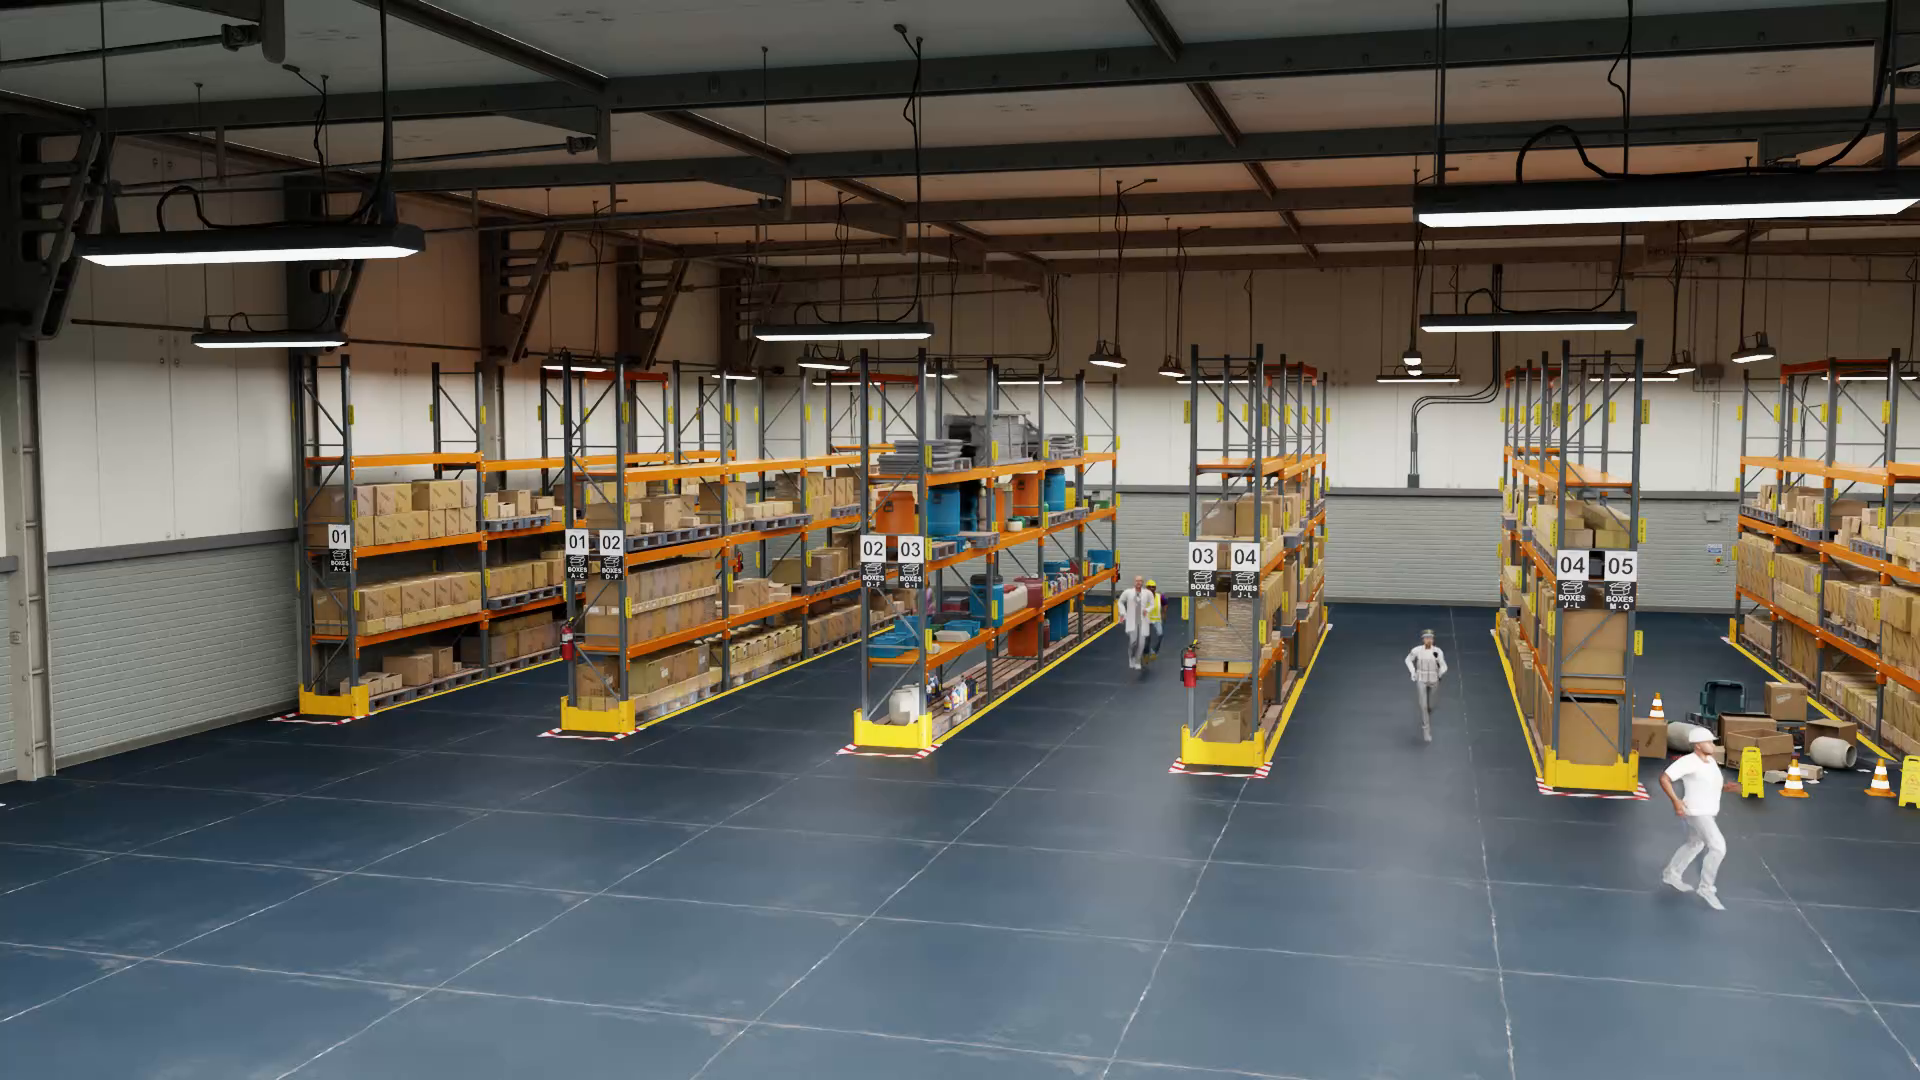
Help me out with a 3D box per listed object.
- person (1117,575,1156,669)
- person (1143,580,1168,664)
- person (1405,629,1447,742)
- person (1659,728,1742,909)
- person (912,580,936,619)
[{"bbox_3d":[3.289,1.535,30.818,0.699,1.748,0.617,0,4,0],"label":"person"},{"bbox_3d":[3.730,1.623,32.534,0.703,1.699,1.012,0,4,2],"label":"person"},{"bbox_3d":[7.267,2.226,25.891,0.618,1.701,0.871,1,4,7],"label":"person"},{"bbox_3d":[7.612,2.839,17.103,0.766,1.828,0.669,4,6,44],"label":"person"},{"bbox_3d":[-0.767,1.577,35.322,0.515,1.547,0.627,0,4,3],"label":"person"}]
